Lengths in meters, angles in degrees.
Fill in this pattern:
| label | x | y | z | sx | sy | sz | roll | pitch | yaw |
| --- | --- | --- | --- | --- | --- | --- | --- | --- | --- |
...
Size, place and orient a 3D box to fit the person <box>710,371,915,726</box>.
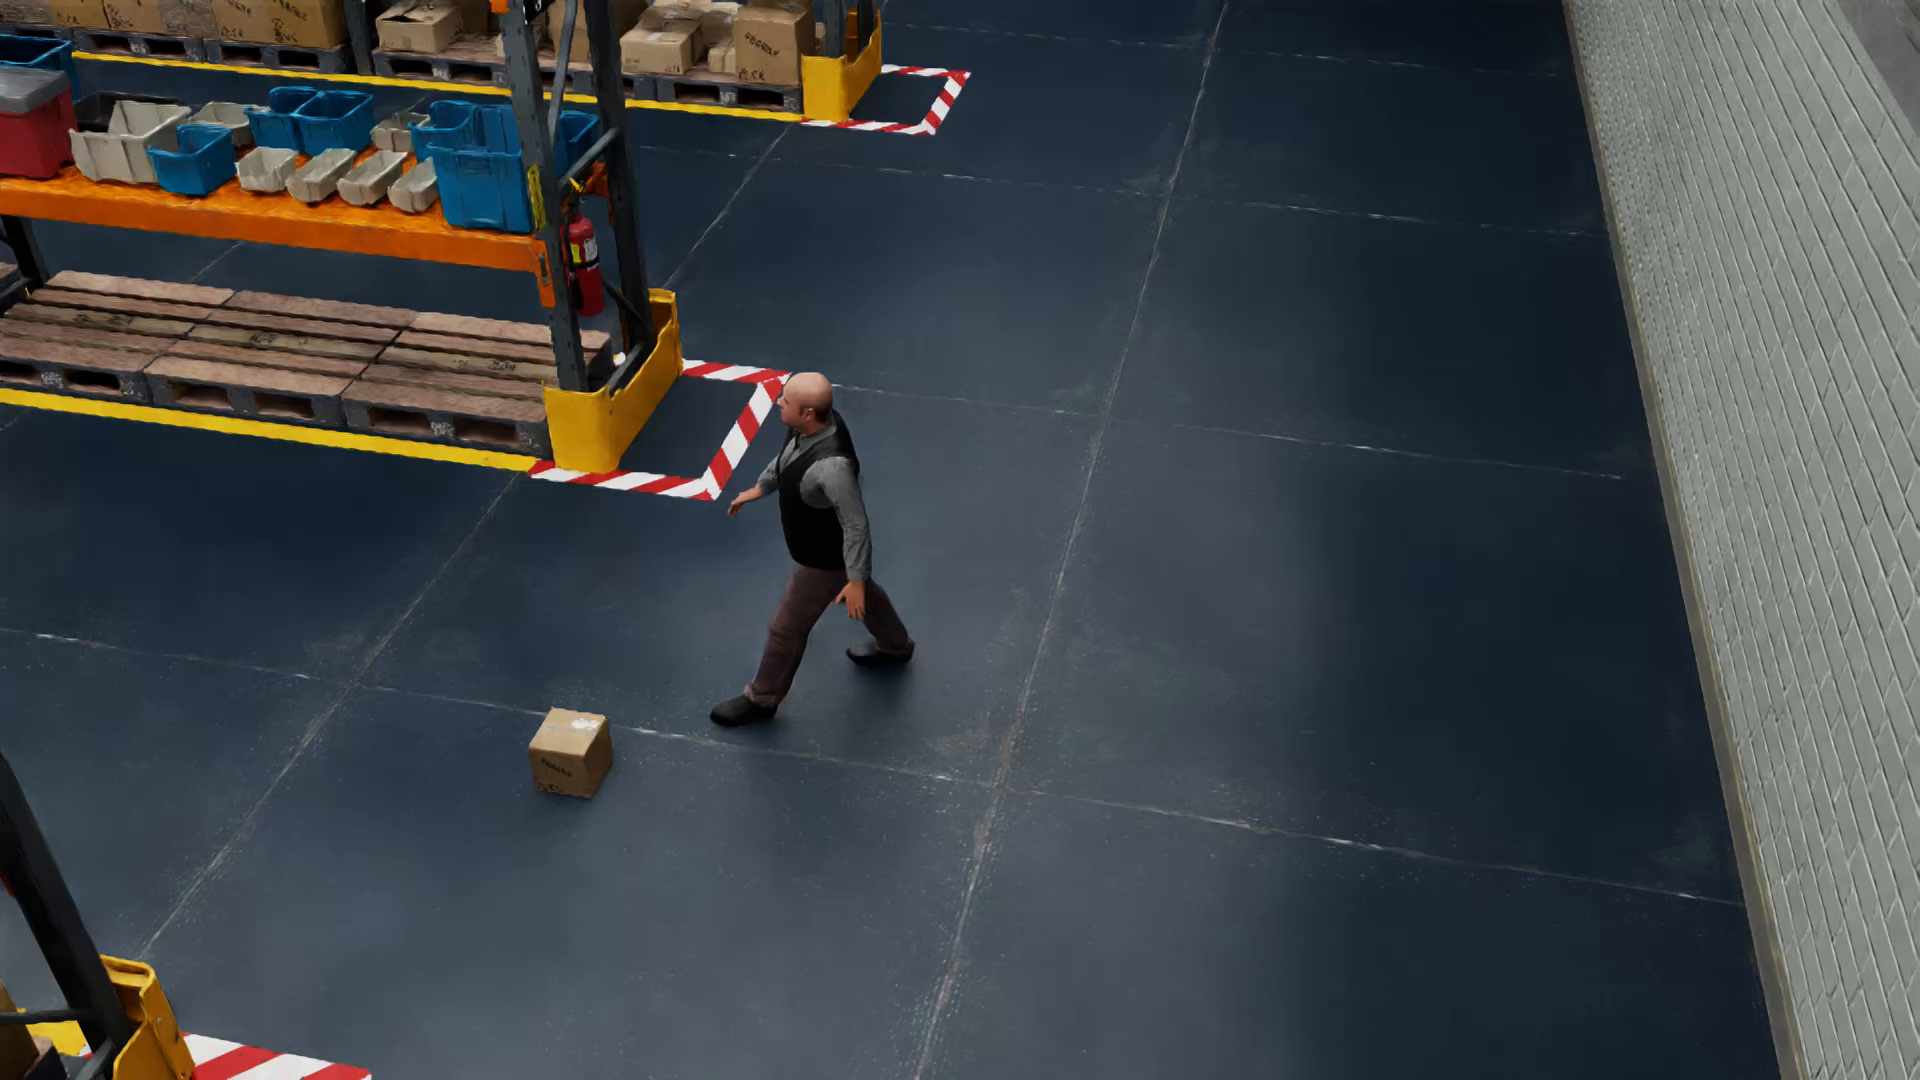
| label | x | y | z | sx | sy | sz | roll | pitch | yaw |
| --- | --- | --- | --- | --- | --- | --- | --- | --- | --- |
| person | -0.640 | 0.038 | 6.941 | 0.958 | 1.684 | 0.713 | -8 | 37 | -10 |
